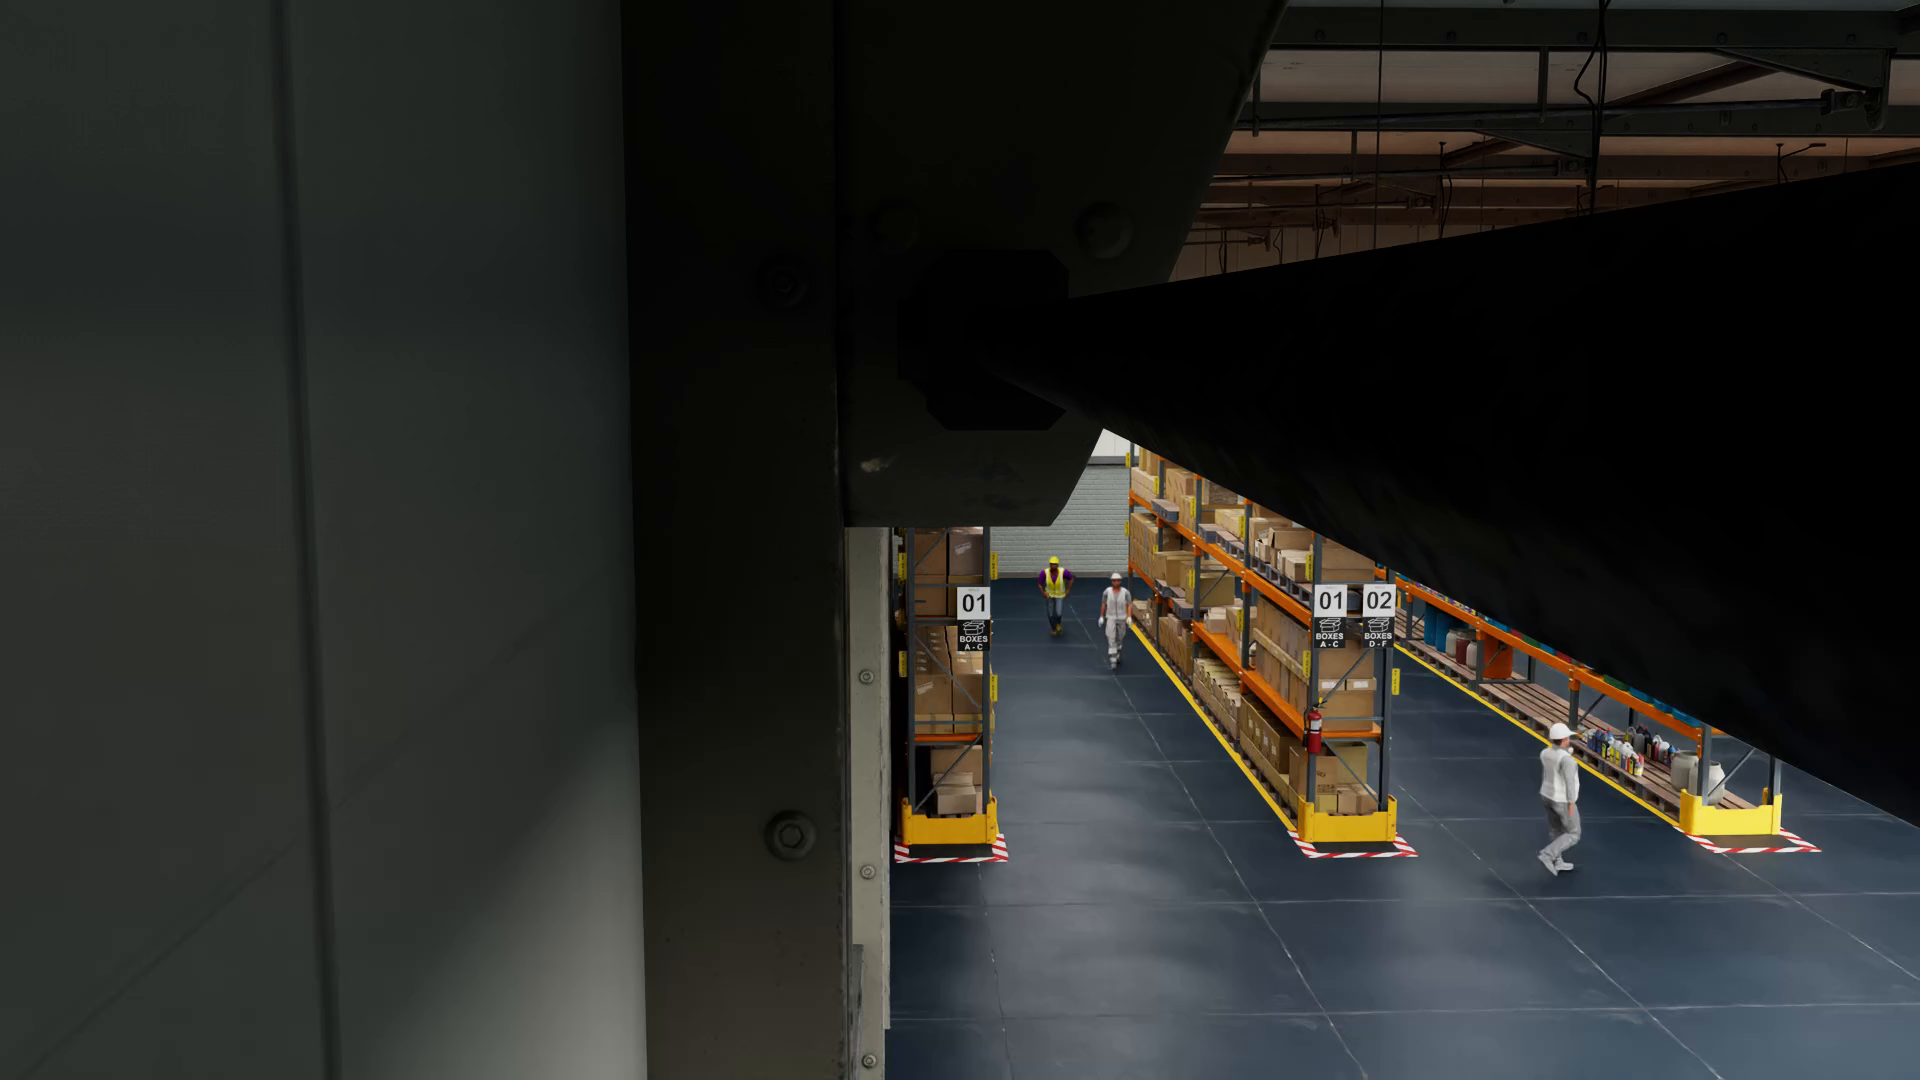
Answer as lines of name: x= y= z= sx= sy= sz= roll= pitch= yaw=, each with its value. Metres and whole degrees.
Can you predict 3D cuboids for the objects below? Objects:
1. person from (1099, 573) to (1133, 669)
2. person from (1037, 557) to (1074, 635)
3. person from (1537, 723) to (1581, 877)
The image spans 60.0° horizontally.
person: x=2.909 y=1.479 z=30.972 sx=0.602 sy=1.724 sz=1.034 roll=0 pitch=7 yaw=-1
person: x=1.954 y=1.148 z=34.054 sx=0.731 sy=1.667 sz=0.693 roll=1 pitch=7 yaw=8
person: x=6.898 y=2.989 z=19.219 sx=0.608 sy=1.765 sz=0.555 roll=-2 pitch=8 yaw=-17
